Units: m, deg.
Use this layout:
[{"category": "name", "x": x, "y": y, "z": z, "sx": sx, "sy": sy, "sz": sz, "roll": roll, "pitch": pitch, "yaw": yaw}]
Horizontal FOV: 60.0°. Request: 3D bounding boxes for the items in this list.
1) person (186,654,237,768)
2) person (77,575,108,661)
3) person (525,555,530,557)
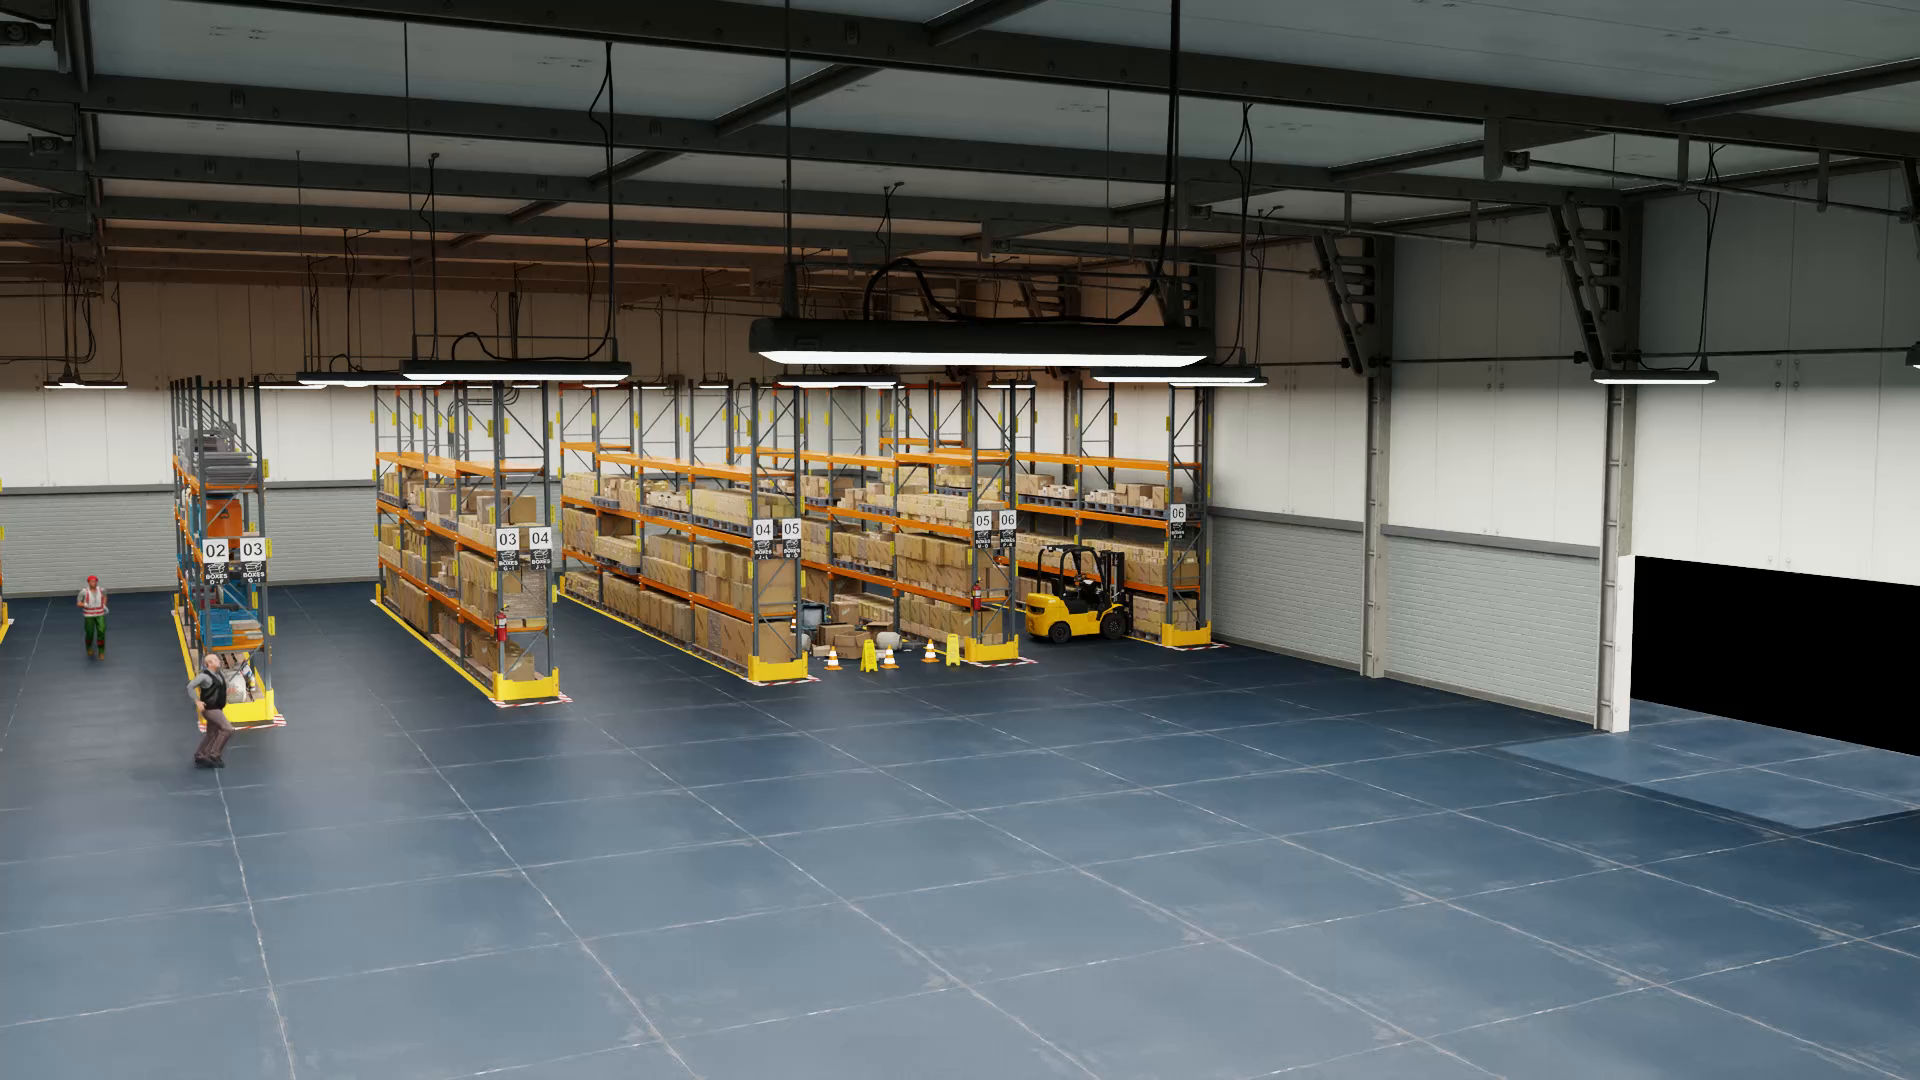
[{"category": "person", "x": -11.392, "y": 2.614, "z": 25.405, "sx": 0.696, "sy": 1.742, "sz": 0.640, "roll": 0, "pitch": 5, "yaw": -5}, {"category": "person", "x": -18.629, "y": 1.651, "z": 35.735, "sx": 0.613, "sy": 1.823, "sz": 0.894, "roll": -4, "pitch": 6, "yaw": -37}, {"category": "person", "x": -12.400, "y": 0.719, "z": 46.714, "sx": 0.700, "sy": 1.703, "sz": 0.545, "roll": 1, "pitch": 5, "yaw": 9}]
